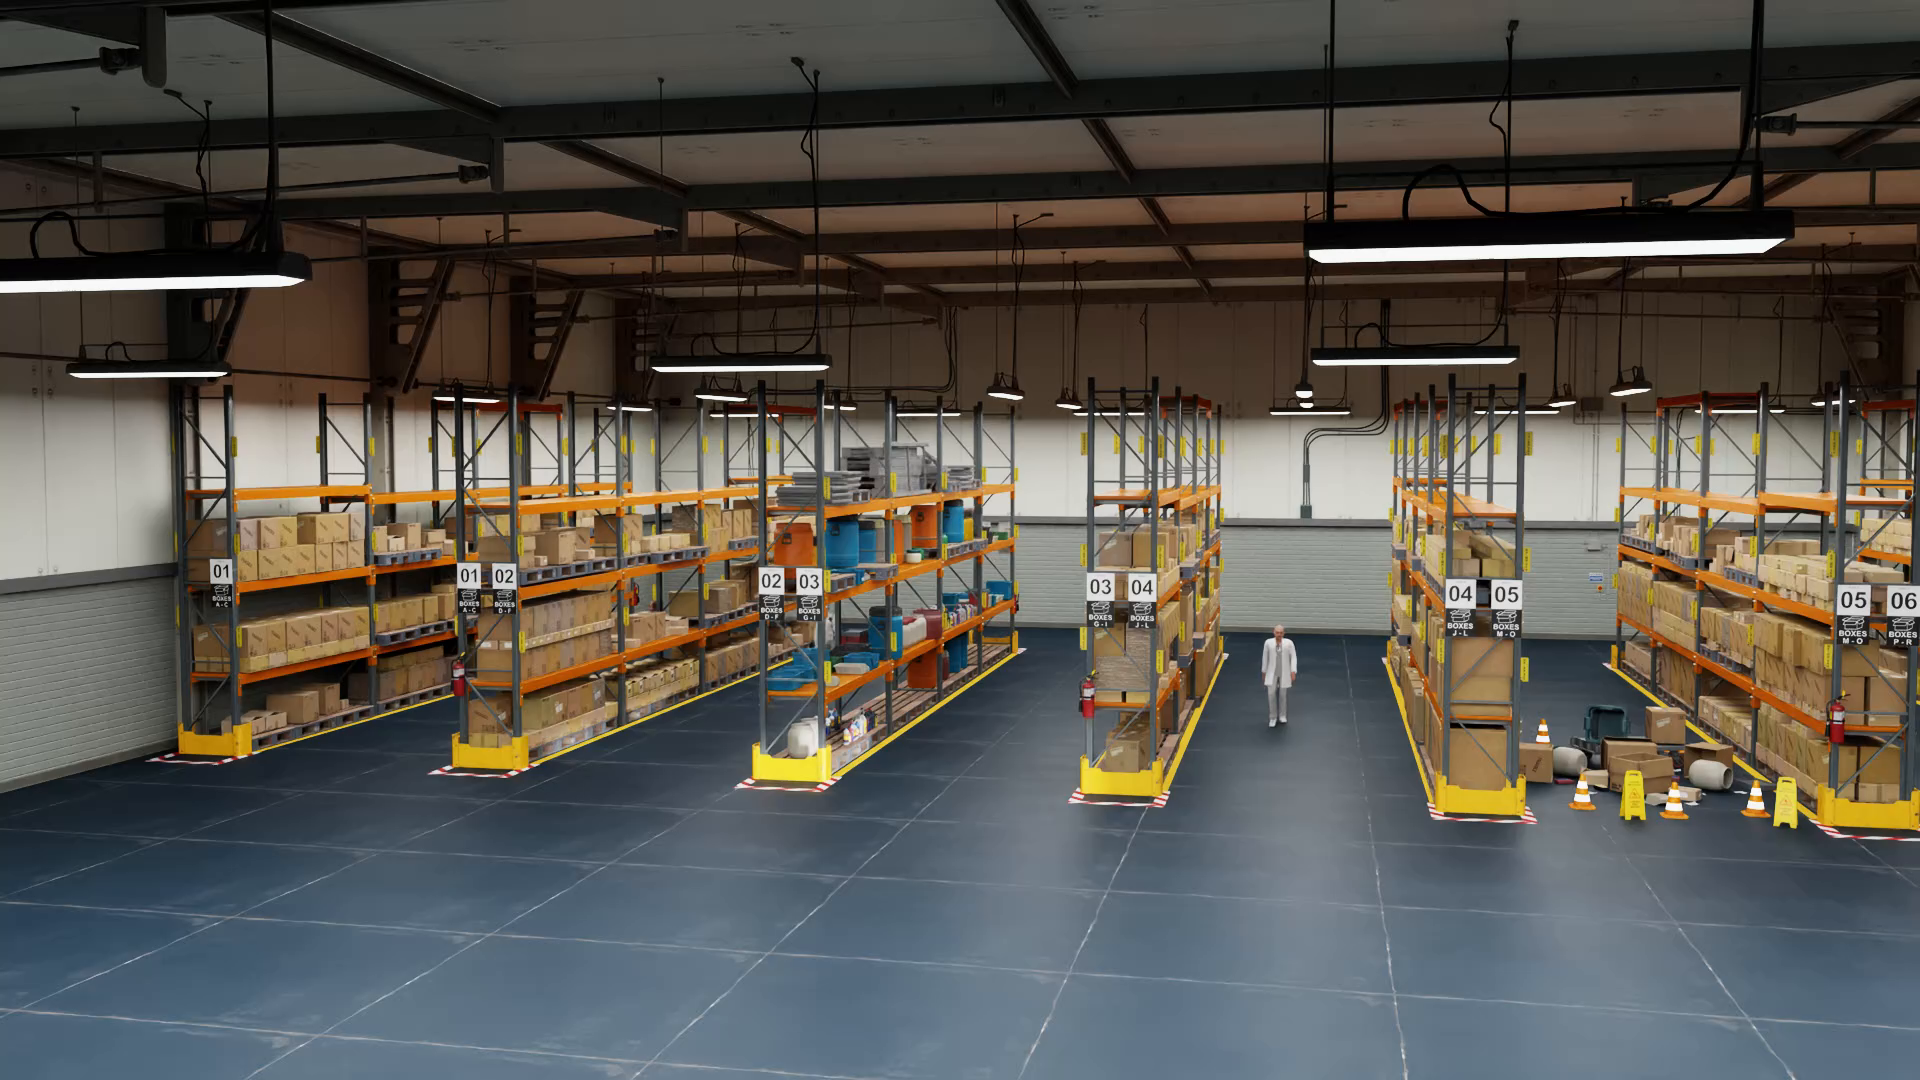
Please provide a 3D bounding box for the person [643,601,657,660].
[{"bbox_3d":[-6.851,2.139,37.024,0.434,1.538,0.967,0,3,-2],"label":"person"}]

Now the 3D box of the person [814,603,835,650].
[{"bbox_3d":[-2.782,2.073,34.547,0.516,1.634,0.908,0,3,-3],"label":"person"}]

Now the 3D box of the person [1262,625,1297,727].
[{"bbox_3d":[5.759,2.455,30.001,0.633,1.842,0.608,1,3,12],"label":"person"}]

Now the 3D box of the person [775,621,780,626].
[{"bbox_3d":[-4.930,1.660,44.784,0.643,1.684,0.736,1,3,23],"label":"person"}]
